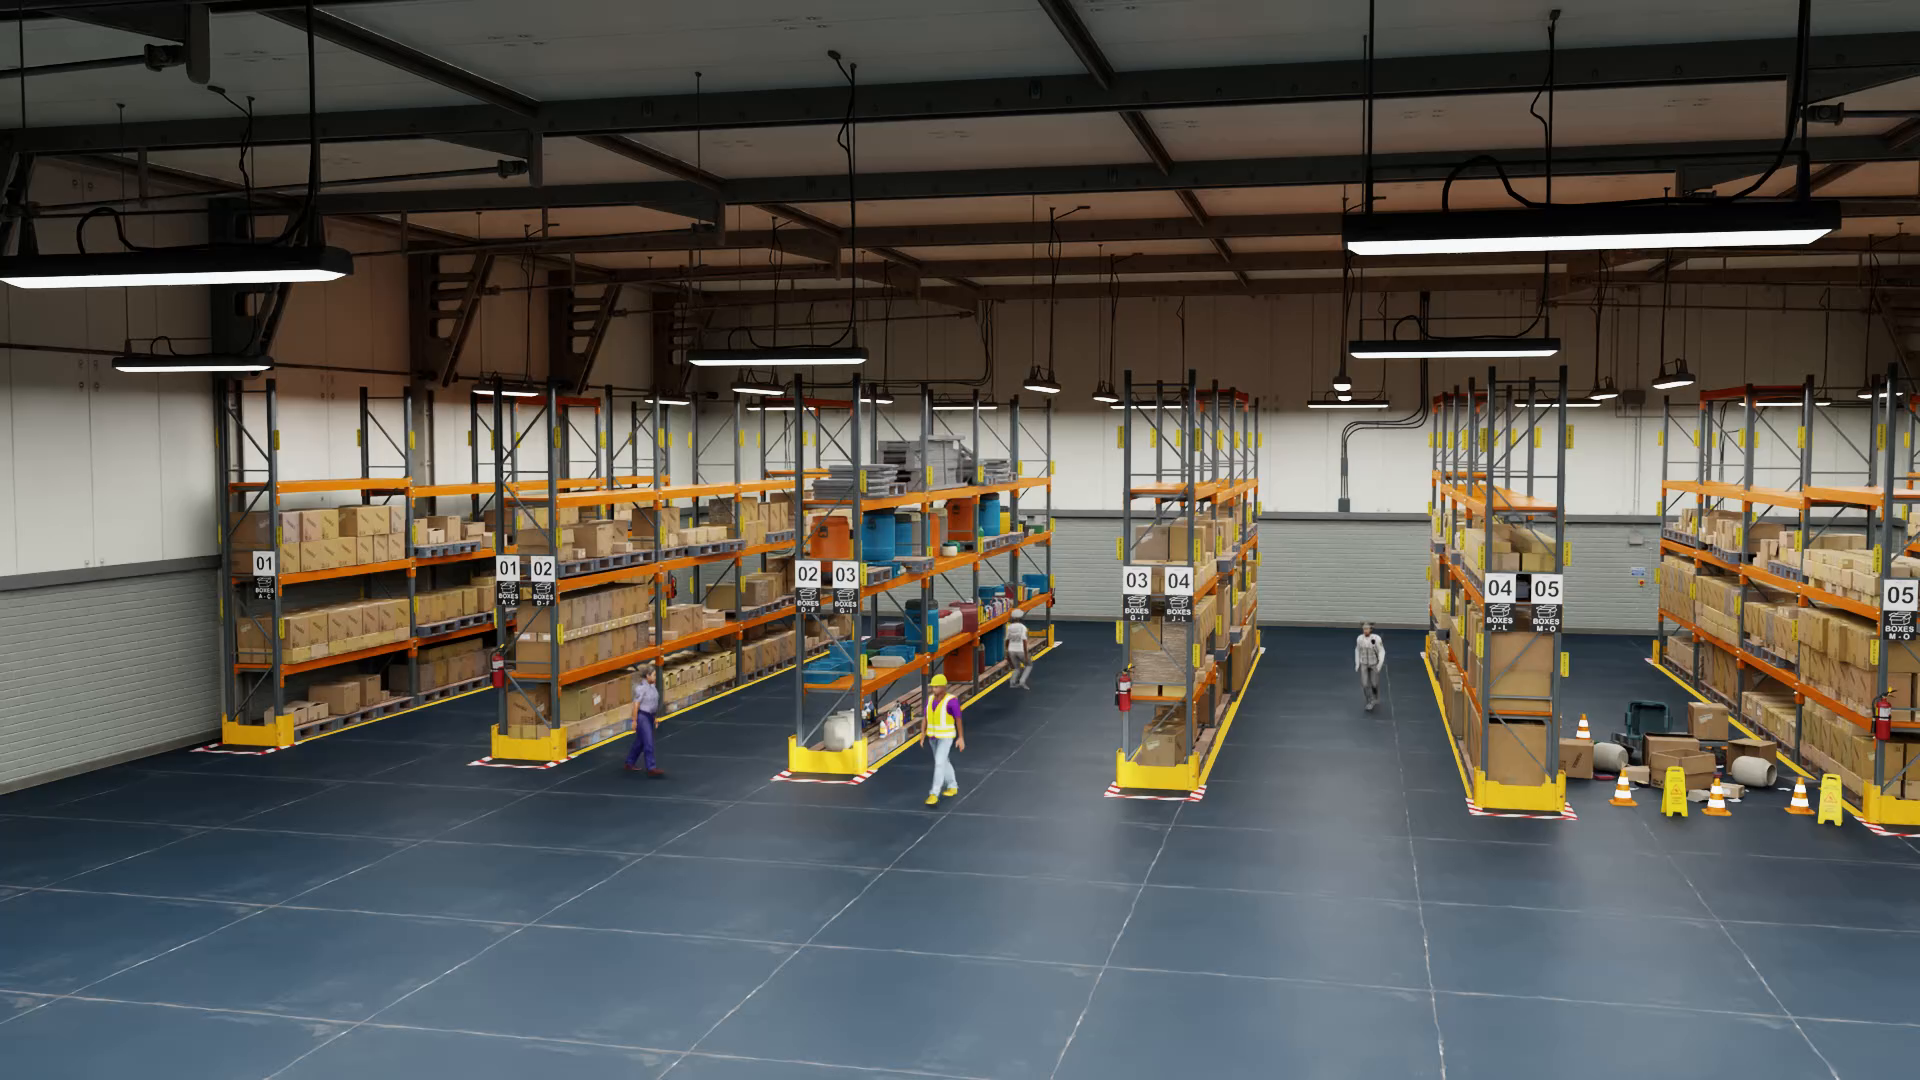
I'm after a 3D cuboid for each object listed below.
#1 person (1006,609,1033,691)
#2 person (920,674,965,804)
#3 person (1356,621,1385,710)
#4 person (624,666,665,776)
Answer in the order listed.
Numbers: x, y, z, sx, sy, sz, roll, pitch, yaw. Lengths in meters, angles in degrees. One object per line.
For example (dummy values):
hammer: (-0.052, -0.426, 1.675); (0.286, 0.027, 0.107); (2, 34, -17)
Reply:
person: (1.102, 2.109, 31.792); (0.481, 1.565, 0.609); (2, 4, 26)
person: (-0.321, 2.728, 23.024); (0.608, 1.721, 0.931); (3, 5, 43)
person: (7.667, 2.322, 31.058); (0.550, 1.651, 0.559); (2, 4, 26)
person: (-4.716, 2.716, 24.973); (0.796, 1.600, 0.573); (1, 4, 14)
